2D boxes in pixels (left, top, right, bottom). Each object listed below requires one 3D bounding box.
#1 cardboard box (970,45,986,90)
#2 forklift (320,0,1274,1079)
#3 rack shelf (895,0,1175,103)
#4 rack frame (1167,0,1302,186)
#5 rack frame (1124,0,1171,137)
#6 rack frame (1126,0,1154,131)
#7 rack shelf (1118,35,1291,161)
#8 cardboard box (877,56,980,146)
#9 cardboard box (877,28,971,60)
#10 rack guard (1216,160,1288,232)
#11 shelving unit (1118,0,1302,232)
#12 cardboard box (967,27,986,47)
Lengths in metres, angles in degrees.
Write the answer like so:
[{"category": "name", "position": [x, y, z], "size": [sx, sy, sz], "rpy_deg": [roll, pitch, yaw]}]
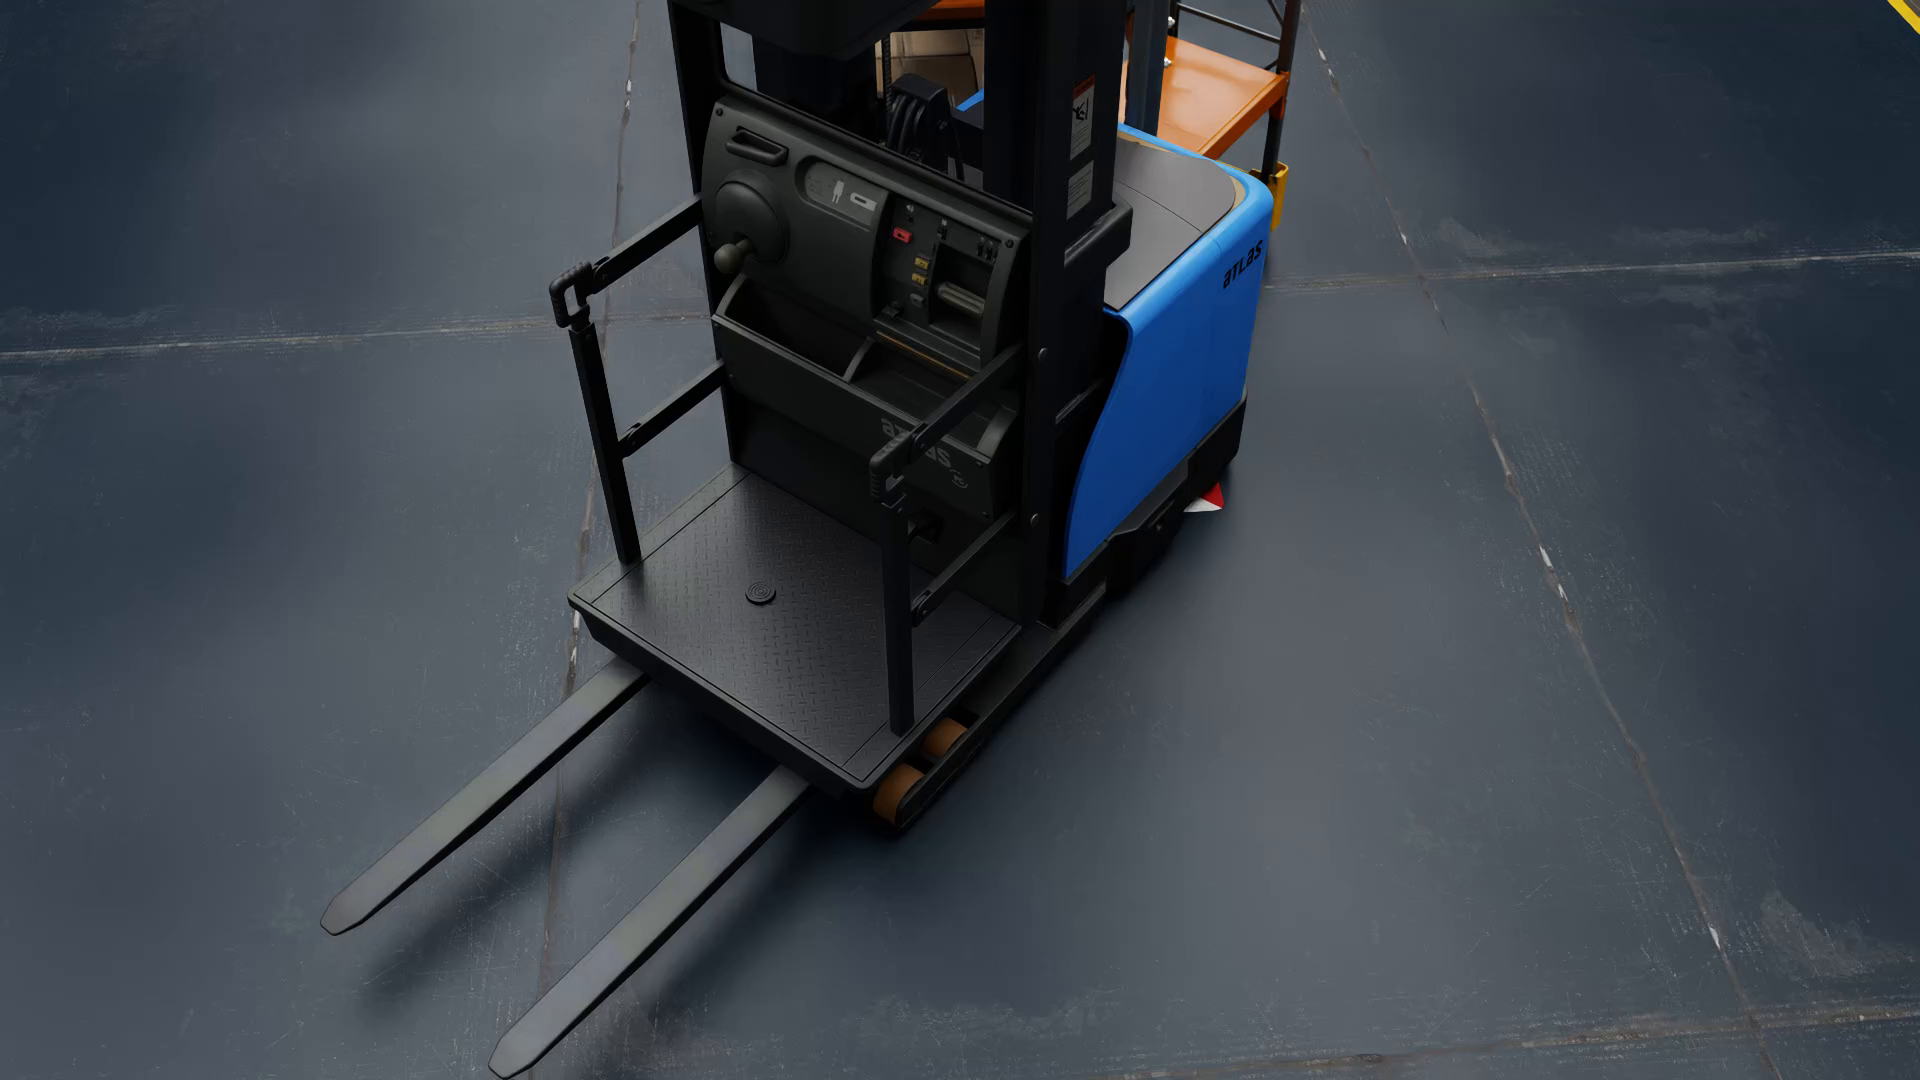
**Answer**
[{"category": "cardboard box", "position": [0.308, -1.658, 6.345], "size": [0.500, 0.250, 0.500], "rpy_deg": [-3, 47, -3]}, {"category": "forklift", "position": [-0.381, -0.646, 3.843], "size": [1.130, 2.935, 3.031], "rpy_deg": [29, 53, 25]}, {"category": "rack shelf", "position": [-0.055, -2.880, 6.407], "size": [1.077, 0.370, 4.000], "rpy_deg": [-3, 47, -3]}, {"category": "rack frame", "position": [0.941, -1.800, 5.809], "size": [0.500, 1.500, 0.032], "rpy_deg": [28, 54, 24]}, {"category": "rack frame", "position": [0.113, -1.680, 4.775], "size": [1.000, 3.000, 0.127], "rpy_deg": [-3, 47, -3]}, {"category": "rack frame", "position": [0.344, -1.180, 5.267], "size": [0.500, 1.500, 0.032], "rpy_deg": [28, 54, 24]}, {"category": "rack shelf", "position": [0.645, -1.370, 5.672], "size": [0.538, 0.185, 1.000], "rpy_deg": [28, 54, 24]}, {"category": "cardboard box", "position": [-0.178, -1.350, 5.882], "size": [0.500, 0.500, 0.500], "rpy_deg": [-3, 47, -3]}, {"category": "cardboard box", "position": [-0.228, -1.954, 6.625], "size": [0.500, 0.250, 0.500], "rpy_deg": [-3, 47, -3]}, {"category": "rack guard", "position": [0.949, -1.383, 6.275], "size": [0.587, 0.250, 0.087], "rpy_deg": [28, 54, 24]}, {"category": "shelving unit", "position": [0.648, -1.496, 5.543], "size": [0.587, 1.500, 1.083], "rpy_deg": [28, 54, 24]}, {"category": "cardboard box", "position": [0.266, -2.020, 6.688], "size": [0.500, 0.250, 0.500], "rpy_deg": [-3, 47, -3]}]
